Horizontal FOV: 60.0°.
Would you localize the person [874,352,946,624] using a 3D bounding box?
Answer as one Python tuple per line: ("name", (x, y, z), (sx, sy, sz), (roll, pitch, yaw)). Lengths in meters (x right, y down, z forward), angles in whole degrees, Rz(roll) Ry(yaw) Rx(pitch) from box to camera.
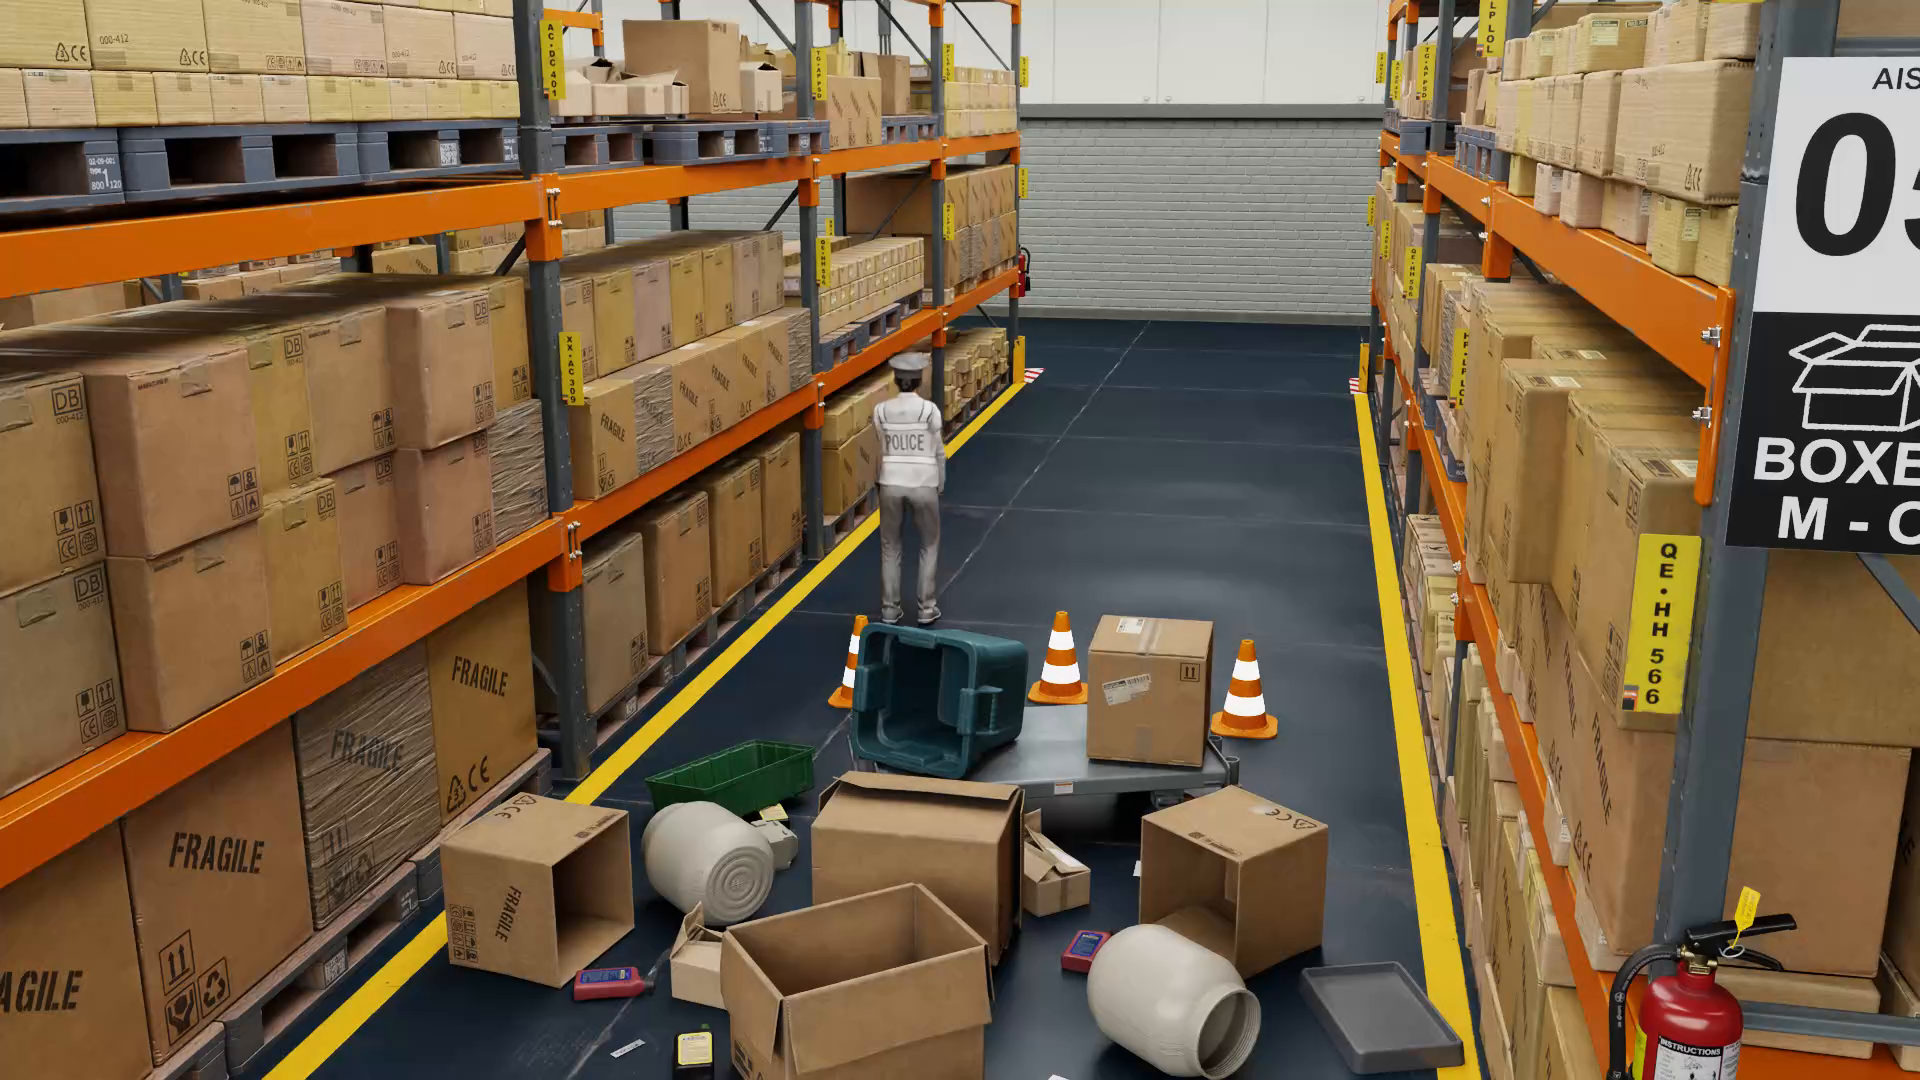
("person", (-0.307, -0.312, 10.216), (0.417, 1.663, 0.542), (3, 15, 10))
